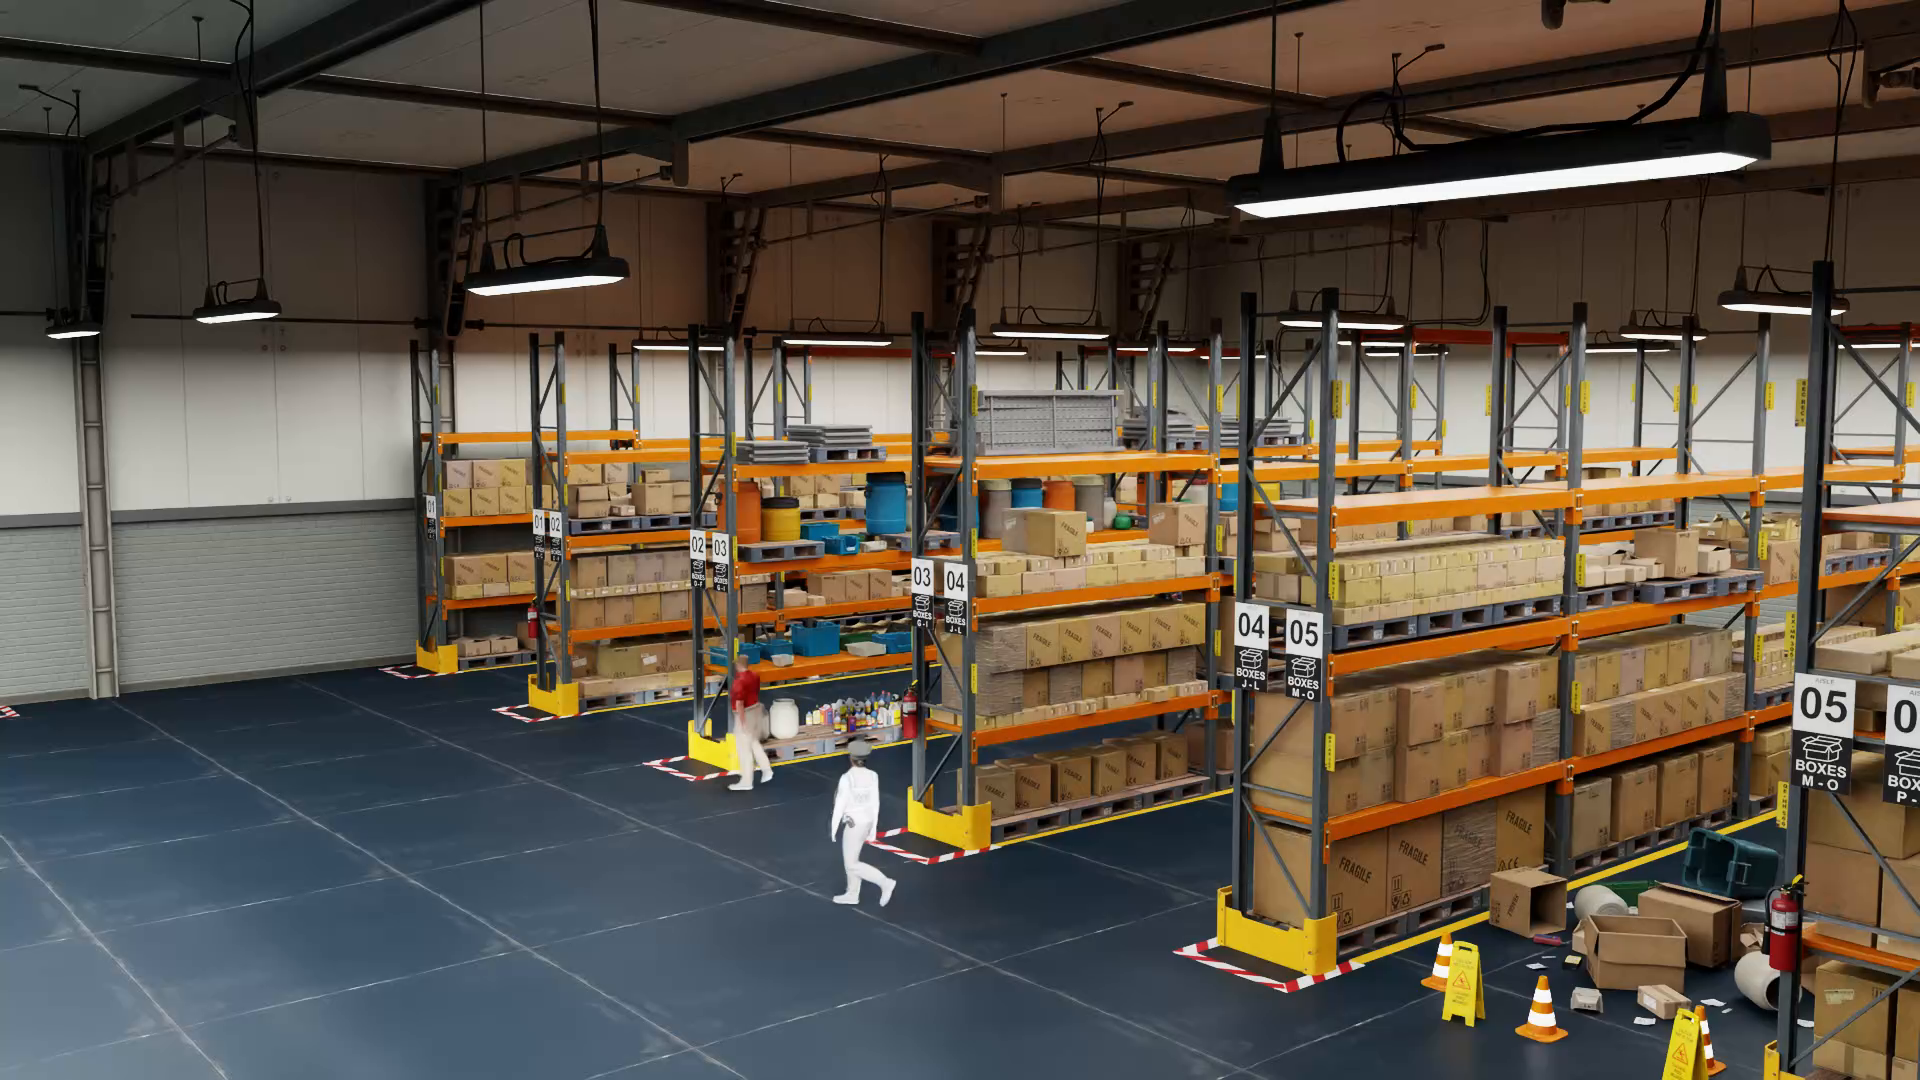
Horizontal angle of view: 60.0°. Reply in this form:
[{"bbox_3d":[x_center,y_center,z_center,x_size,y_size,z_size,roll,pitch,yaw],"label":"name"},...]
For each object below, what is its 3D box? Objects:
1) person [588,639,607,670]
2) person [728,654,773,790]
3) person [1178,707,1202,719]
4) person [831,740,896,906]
[{"bbox_3d":[-6.526,1.609,29.761,0.502,1.745,0.413,0,5,-4],"label":"person"},{"bbox_3d":[-2.707,2.324,21.351,0.457,1.731,0.615,1,5,16],"label":"person"},{"bbox_3d":[3.561,1.907,25.588,0.536,1.687,0.341,-4,7,-36],"label":"person"},{"bbox_3d":[-0.969,2.815,16.391,0.712,1.676,0.444,1,5,16],"label":"person"}]
